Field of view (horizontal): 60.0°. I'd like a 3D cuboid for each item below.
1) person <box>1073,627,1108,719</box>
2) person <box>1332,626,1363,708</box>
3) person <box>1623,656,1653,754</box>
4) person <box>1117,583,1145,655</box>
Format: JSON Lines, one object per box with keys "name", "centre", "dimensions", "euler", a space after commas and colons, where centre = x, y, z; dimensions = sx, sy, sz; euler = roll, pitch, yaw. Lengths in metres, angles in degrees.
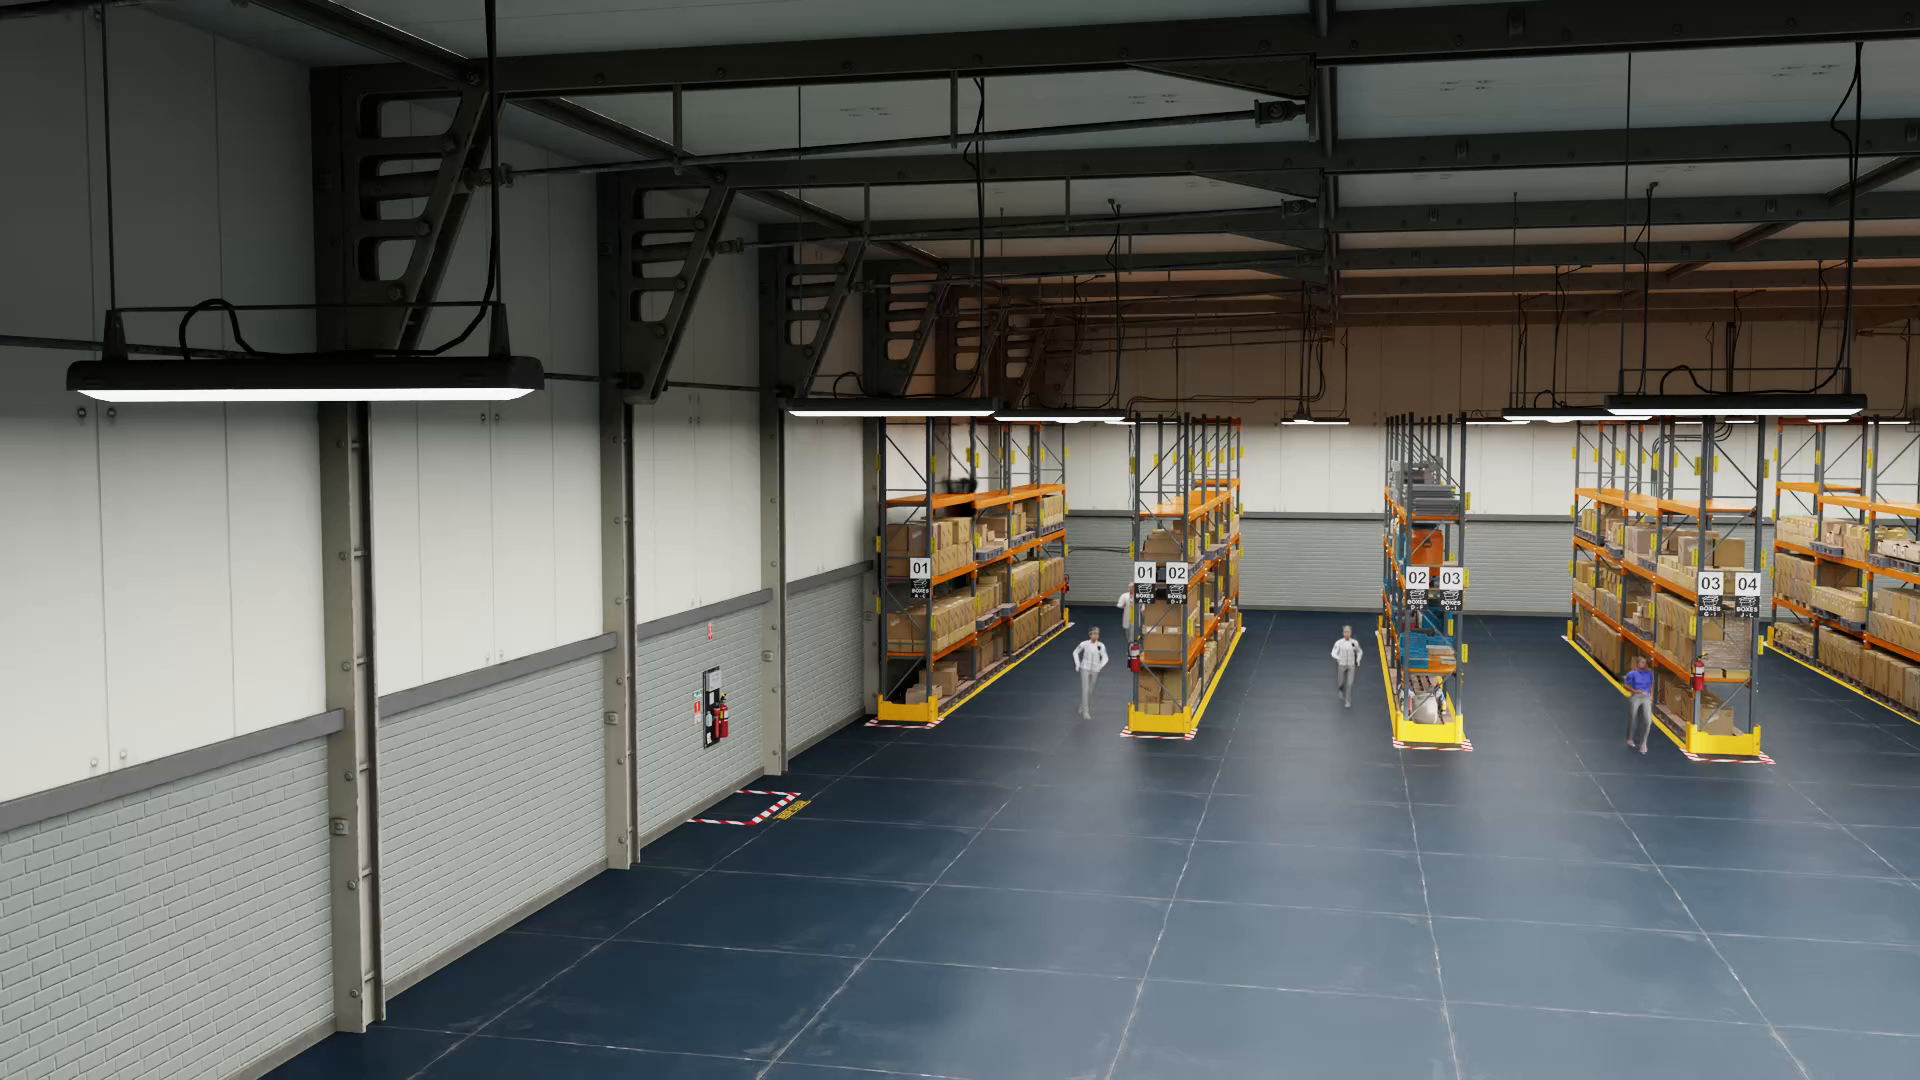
{"name": "person", "centre": [2.480, 2.488, 31.463], "dimensions": [0.645, 1.703, 0.716], "euler": [-1, 4, -9]}
{"name": "person", "centre": [7.963, 2.583, 34.190], "dimensions": [0.636, 1.657, 0.759], "euler": [1, 4, 12]}
{"name": "person", "centre": [12.062, 2.908, 29.511], "dimensions": [0.587, 1.686, 0.678], "euler": [0, 4, 5]}
{"name": "person", "centre": [4.314, 1.972, 41.867], "dimensions": [0.715, 1.753, 1.058], "euler": [1, 4, 16]}
